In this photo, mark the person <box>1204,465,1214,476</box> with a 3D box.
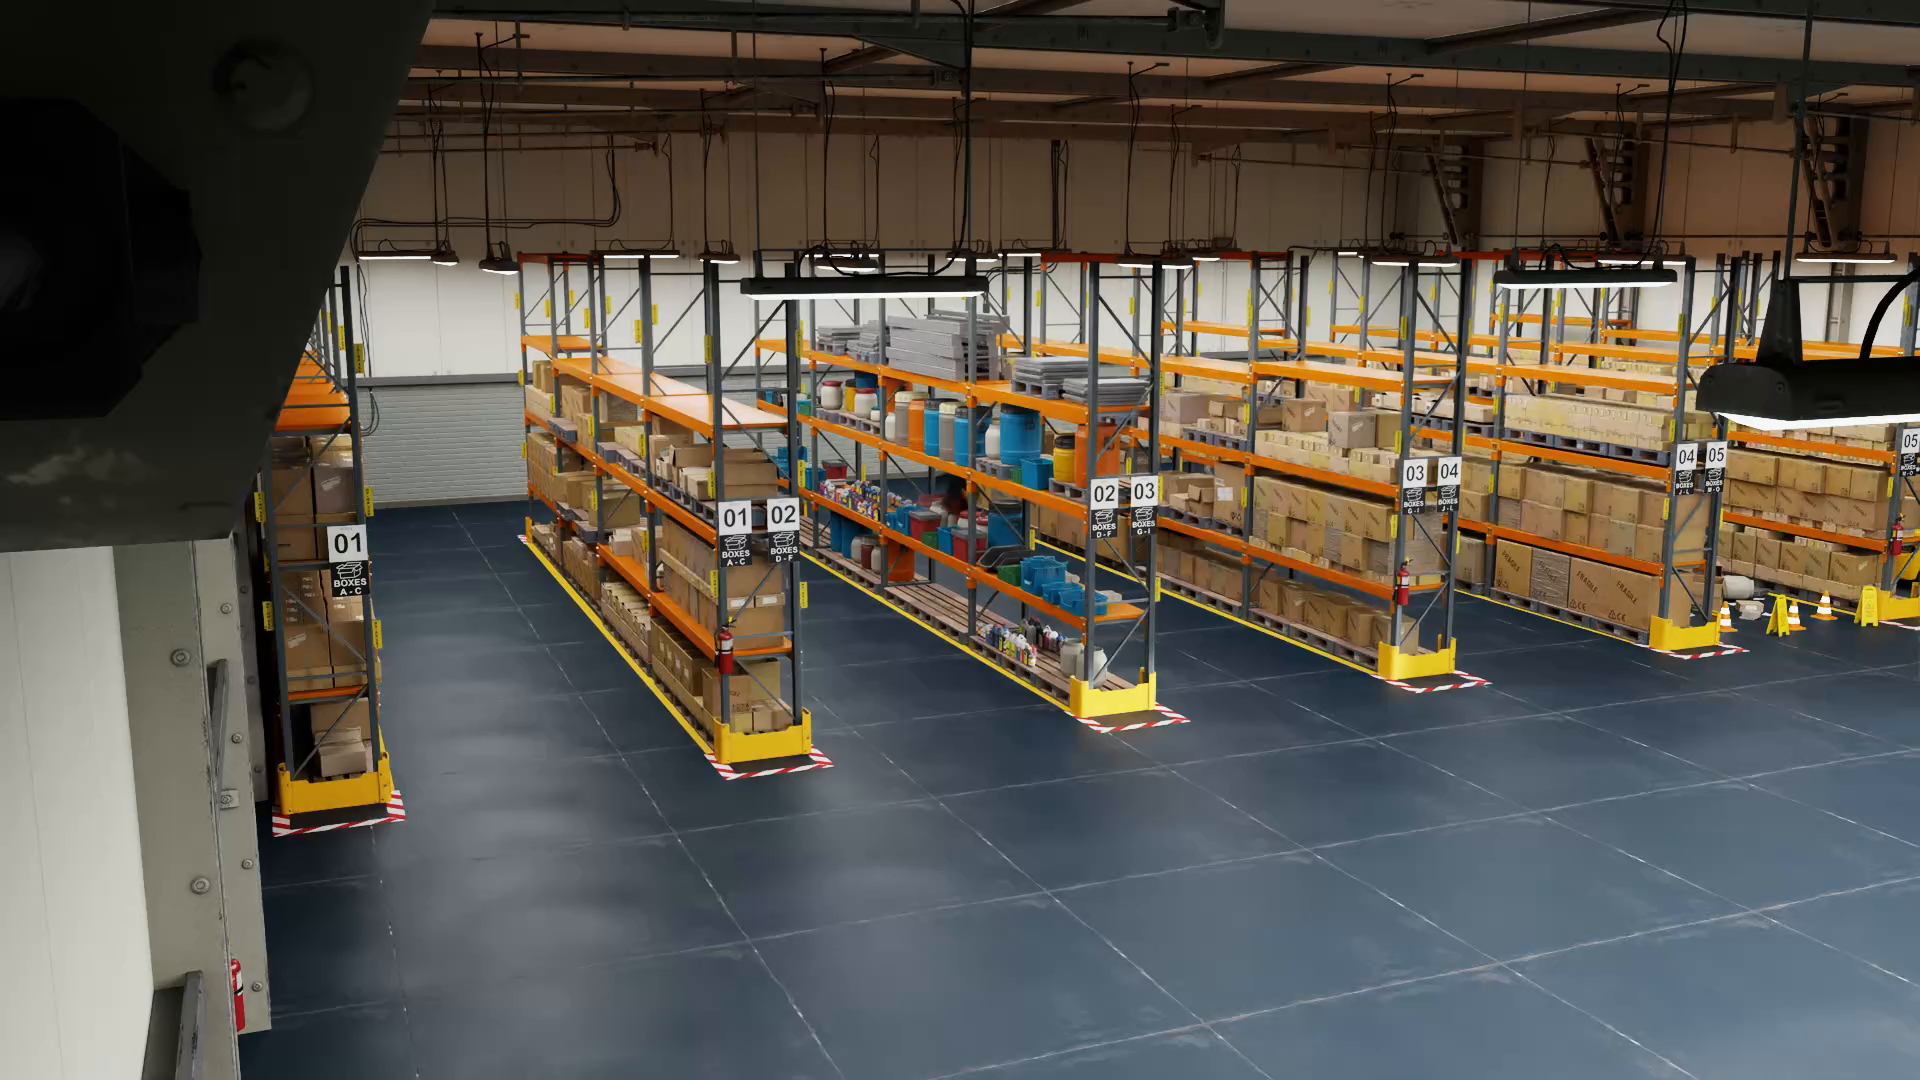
[{"bbox_3d":[6.527,-2.128,42.275,0.855,1.666,0.581,-6,12,-28],"label":"person"}]

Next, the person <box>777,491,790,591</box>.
[{"bbox_3d":[-3.141,0.003,29.255,0.618,1.758,0.705,-4,11,-21],"label":"person"}]
